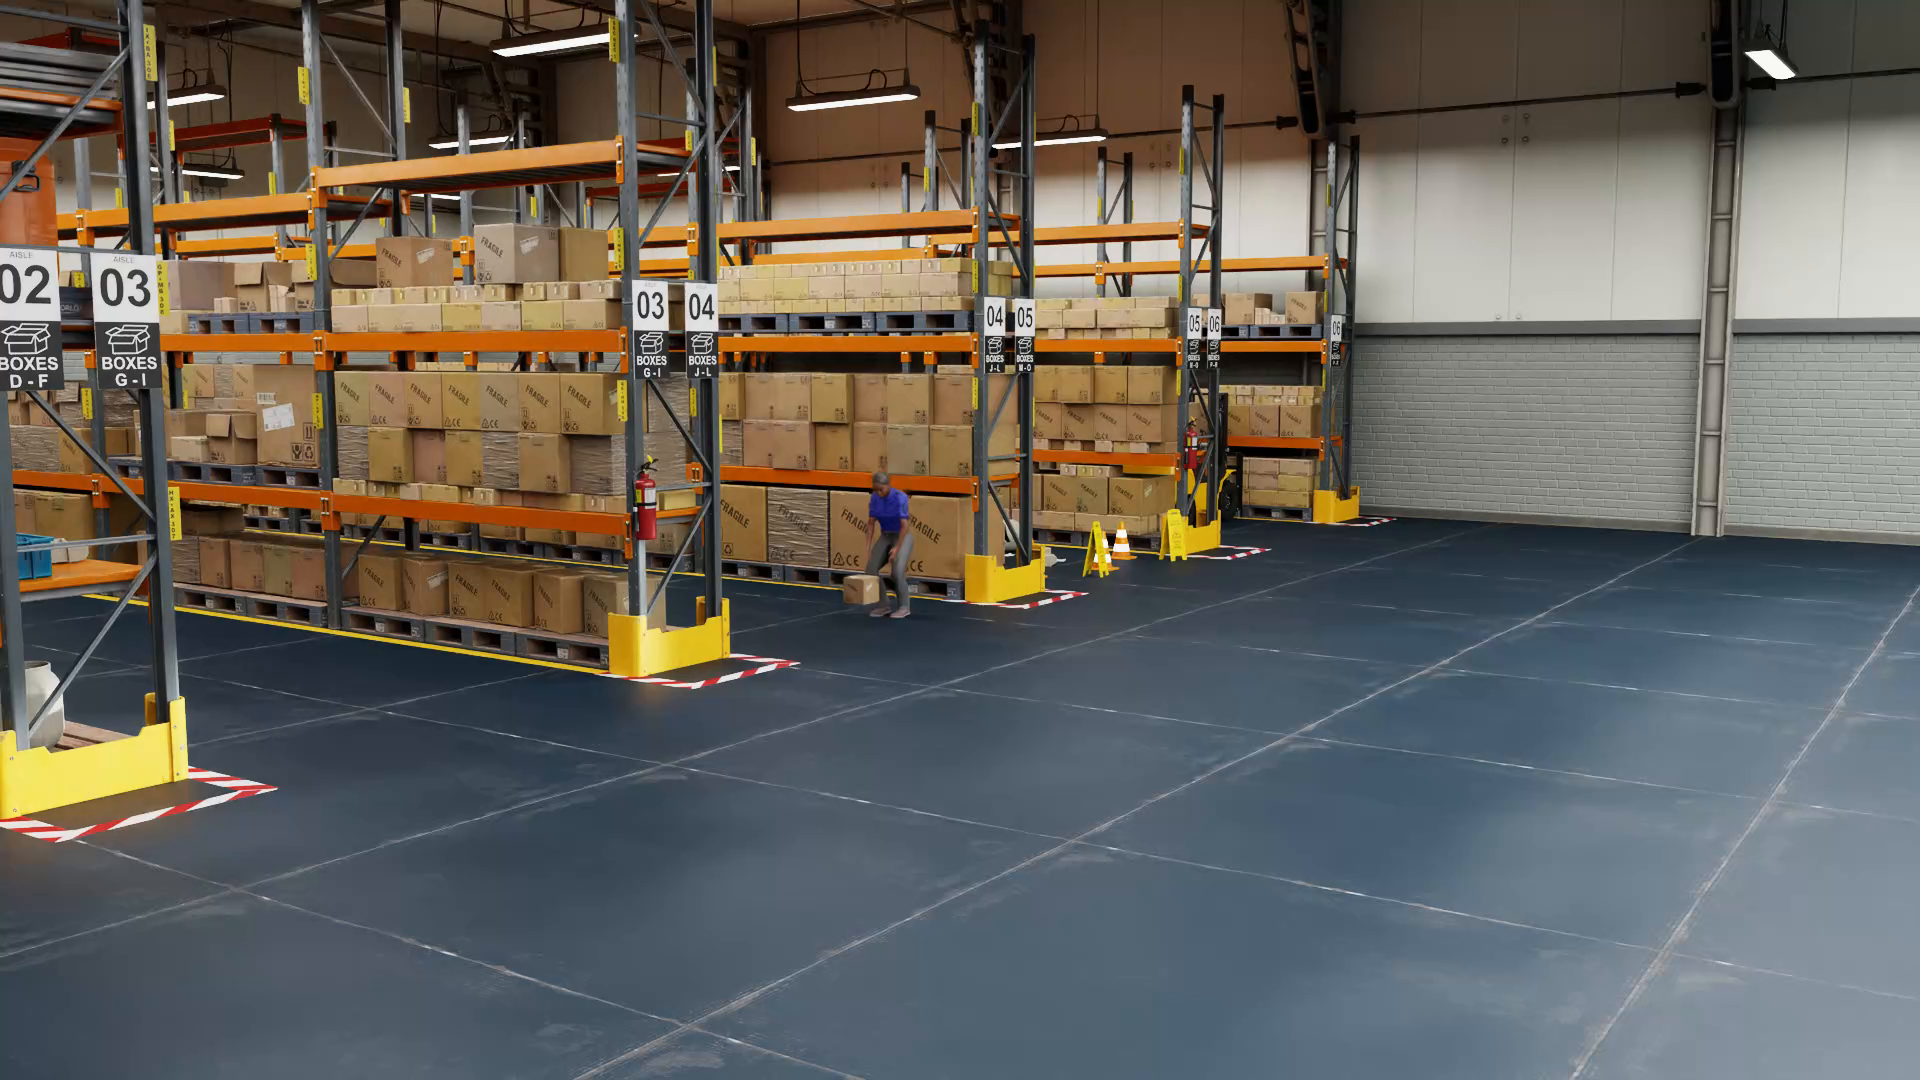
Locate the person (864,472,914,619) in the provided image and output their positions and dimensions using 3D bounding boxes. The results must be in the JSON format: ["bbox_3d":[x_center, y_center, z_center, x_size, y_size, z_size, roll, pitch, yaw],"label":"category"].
[{"bbox_3d":[-0.682,0.046,16.540,0.490,1.465,0.555,4,8,34],"label":"person"}]
